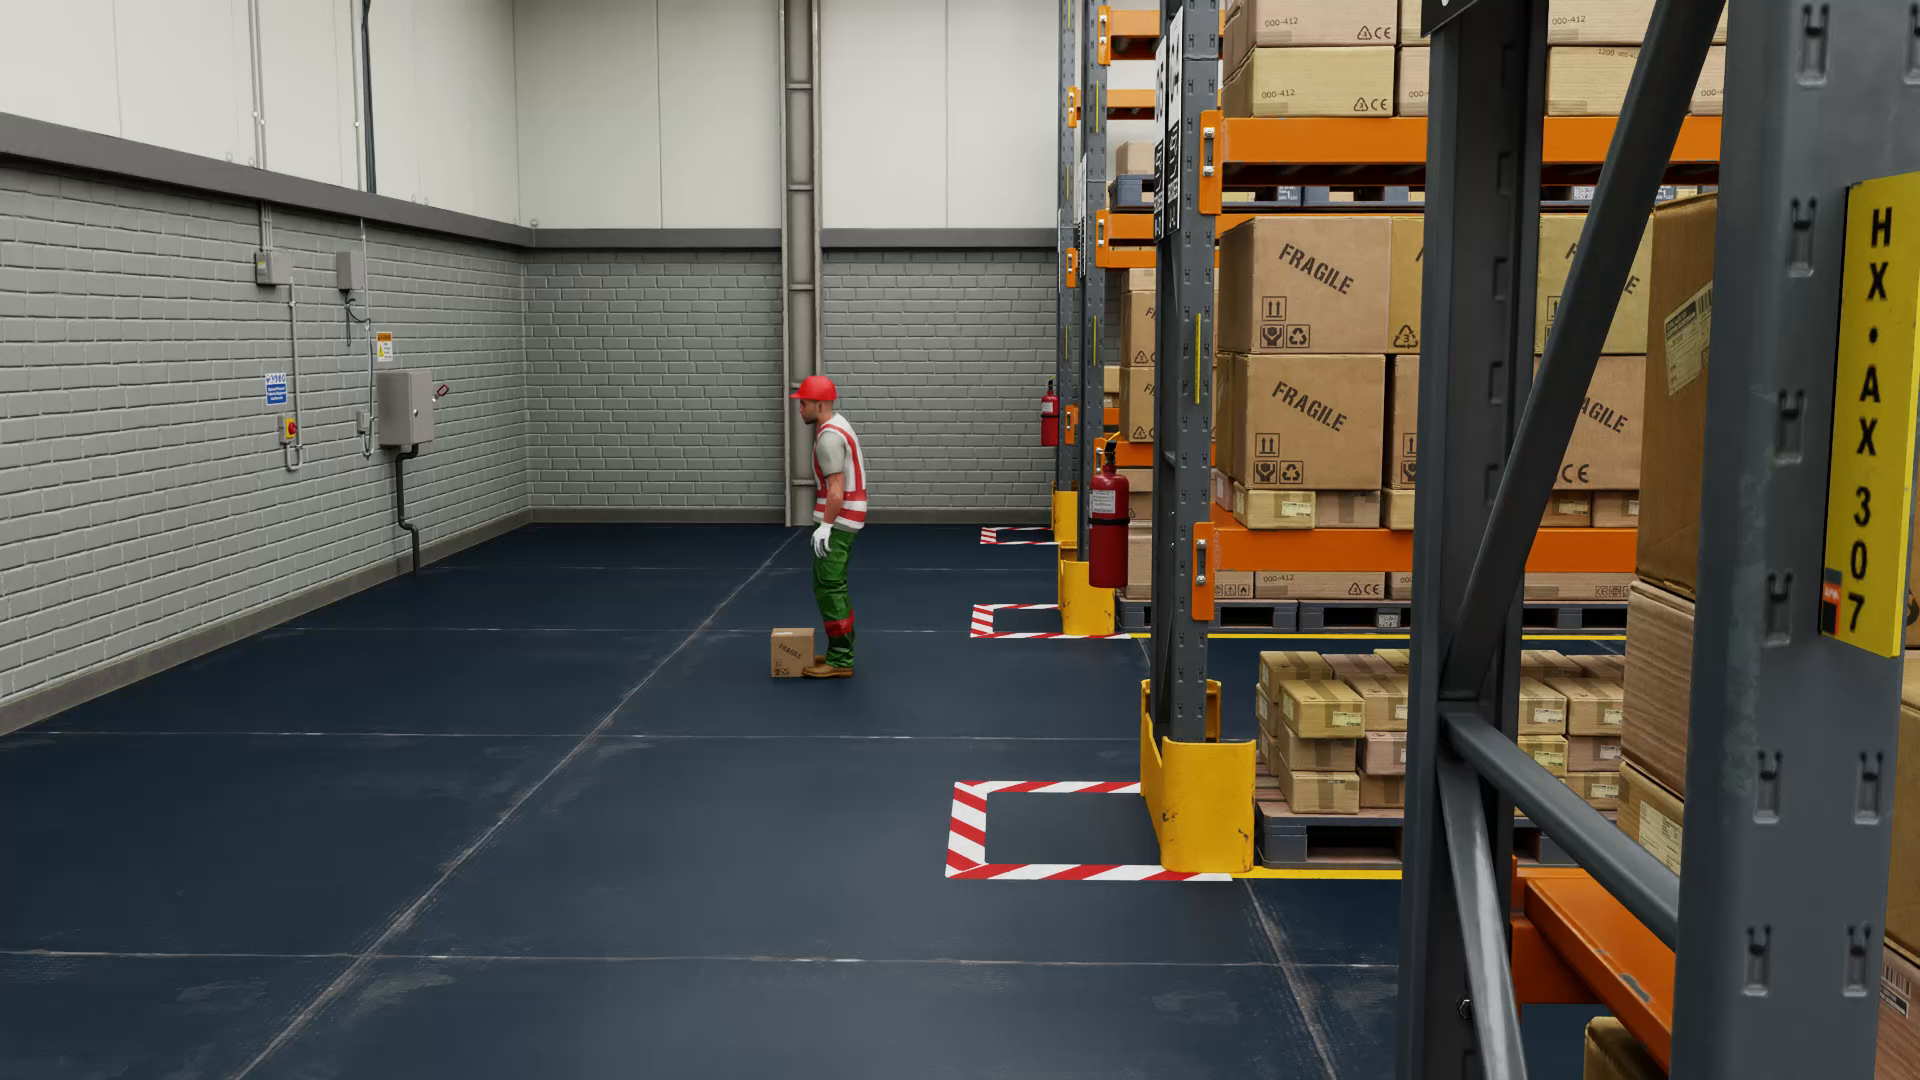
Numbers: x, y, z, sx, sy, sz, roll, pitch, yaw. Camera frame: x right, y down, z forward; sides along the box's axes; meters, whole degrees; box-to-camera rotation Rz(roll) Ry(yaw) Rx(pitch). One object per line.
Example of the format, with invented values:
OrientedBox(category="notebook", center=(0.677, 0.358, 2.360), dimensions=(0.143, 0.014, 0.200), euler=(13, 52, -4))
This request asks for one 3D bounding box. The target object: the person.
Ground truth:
OrientedBox(category="person", center=(-0.776, -0.082, 9.866), dimensions=(0.456, 1.779, 0.613), euler=(0, 7, 1))
